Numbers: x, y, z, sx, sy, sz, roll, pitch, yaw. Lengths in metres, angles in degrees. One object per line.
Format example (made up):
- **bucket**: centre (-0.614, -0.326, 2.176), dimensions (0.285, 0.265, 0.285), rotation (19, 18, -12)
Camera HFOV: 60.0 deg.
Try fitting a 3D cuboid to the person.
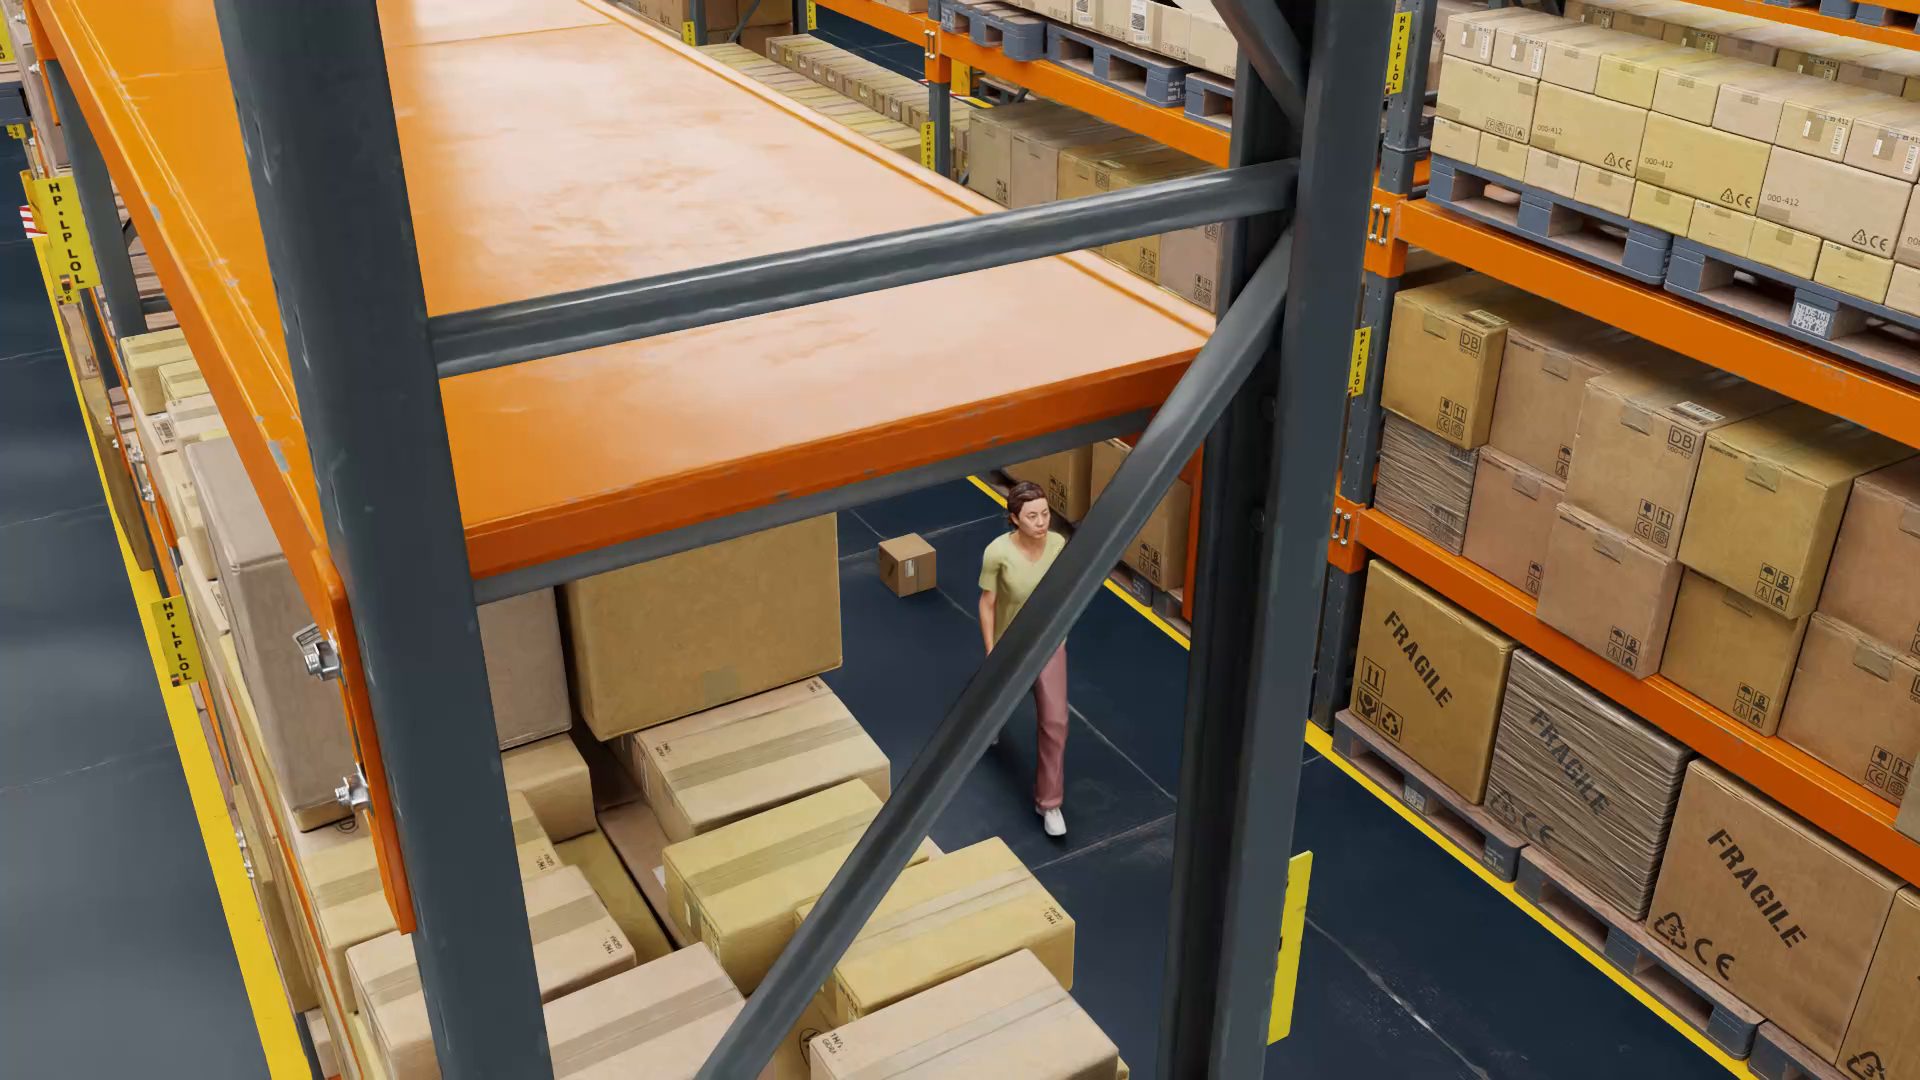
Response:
- **person**: centre (0.305, 0.473, 7.698), dimensions (0.441, 1.628, 0.953), rotation (-6, 30, -11)
